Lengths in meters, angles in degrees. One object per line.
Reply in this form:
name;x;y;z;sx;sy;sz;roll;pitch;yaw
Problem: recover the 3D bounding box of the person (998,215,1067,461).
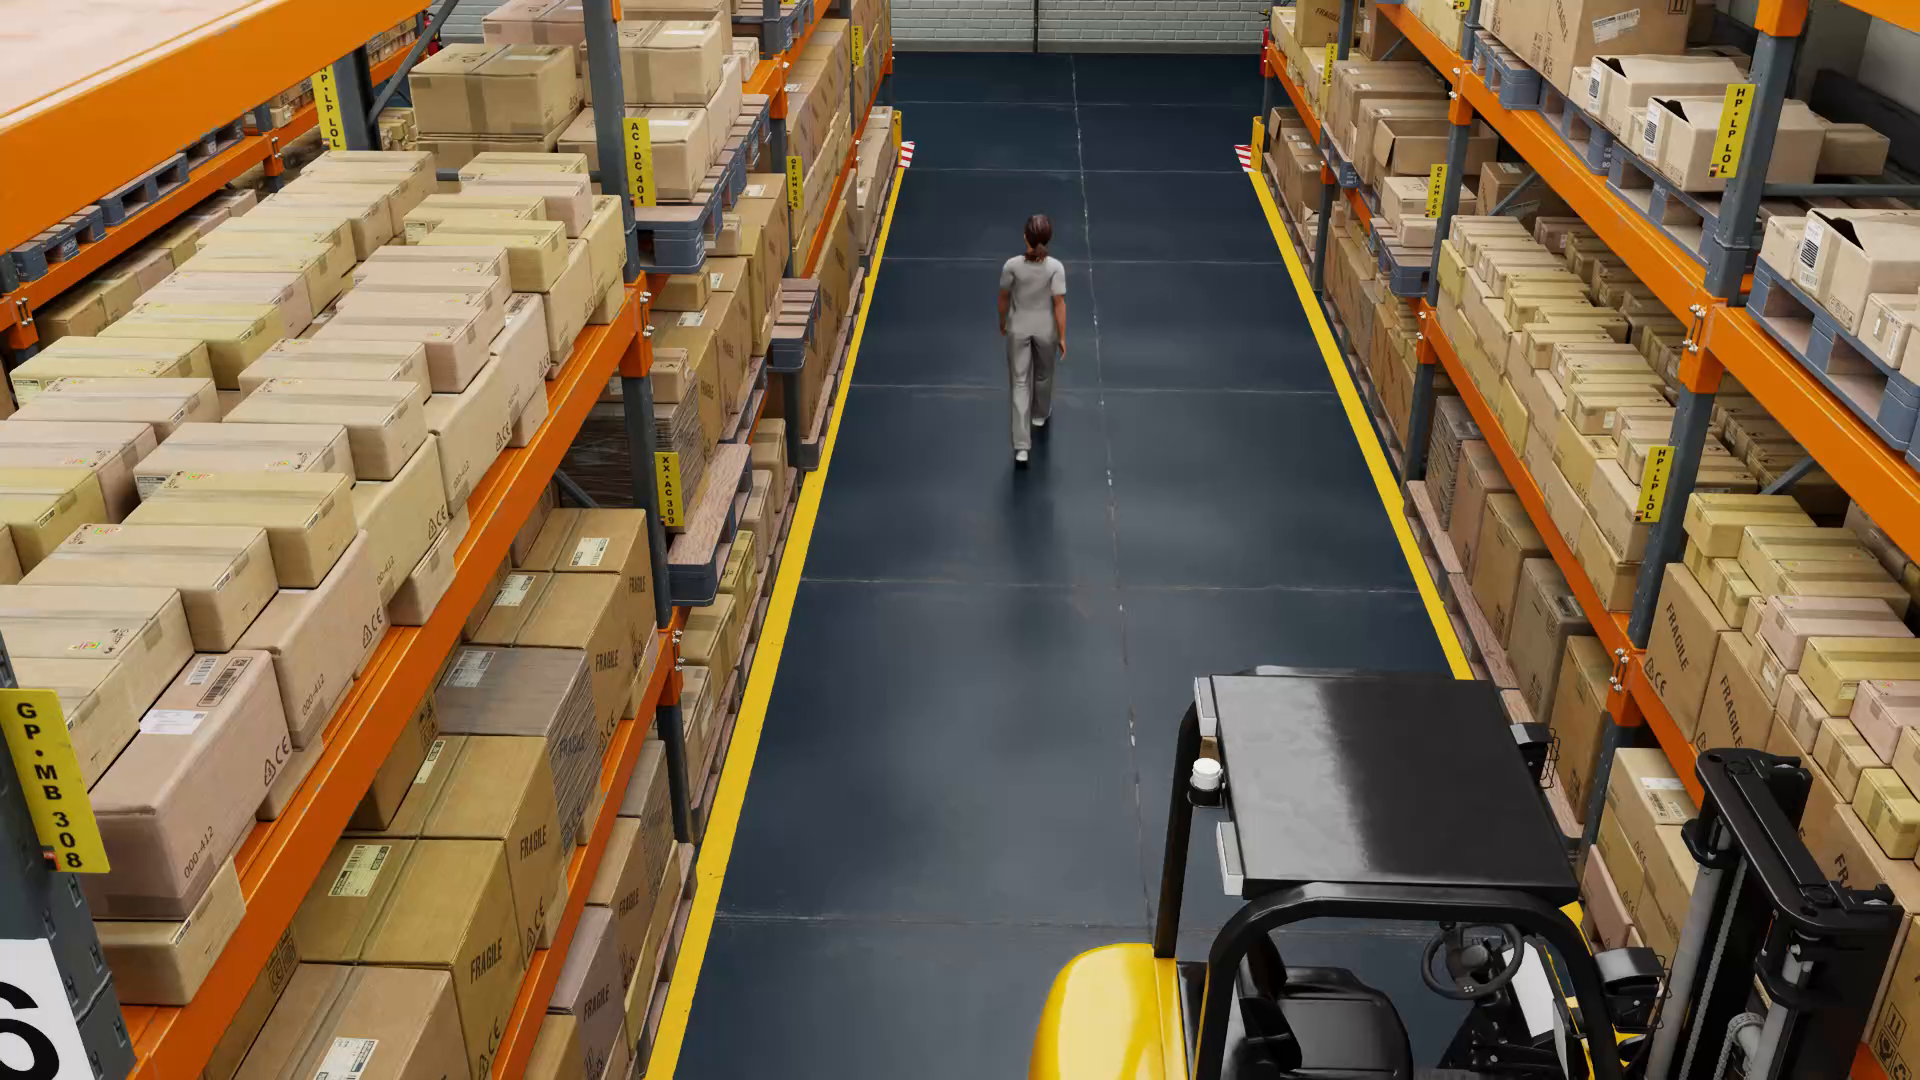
person;0.484;-1.428;11.310;0.457;1.602;0.965;0;28;-1
